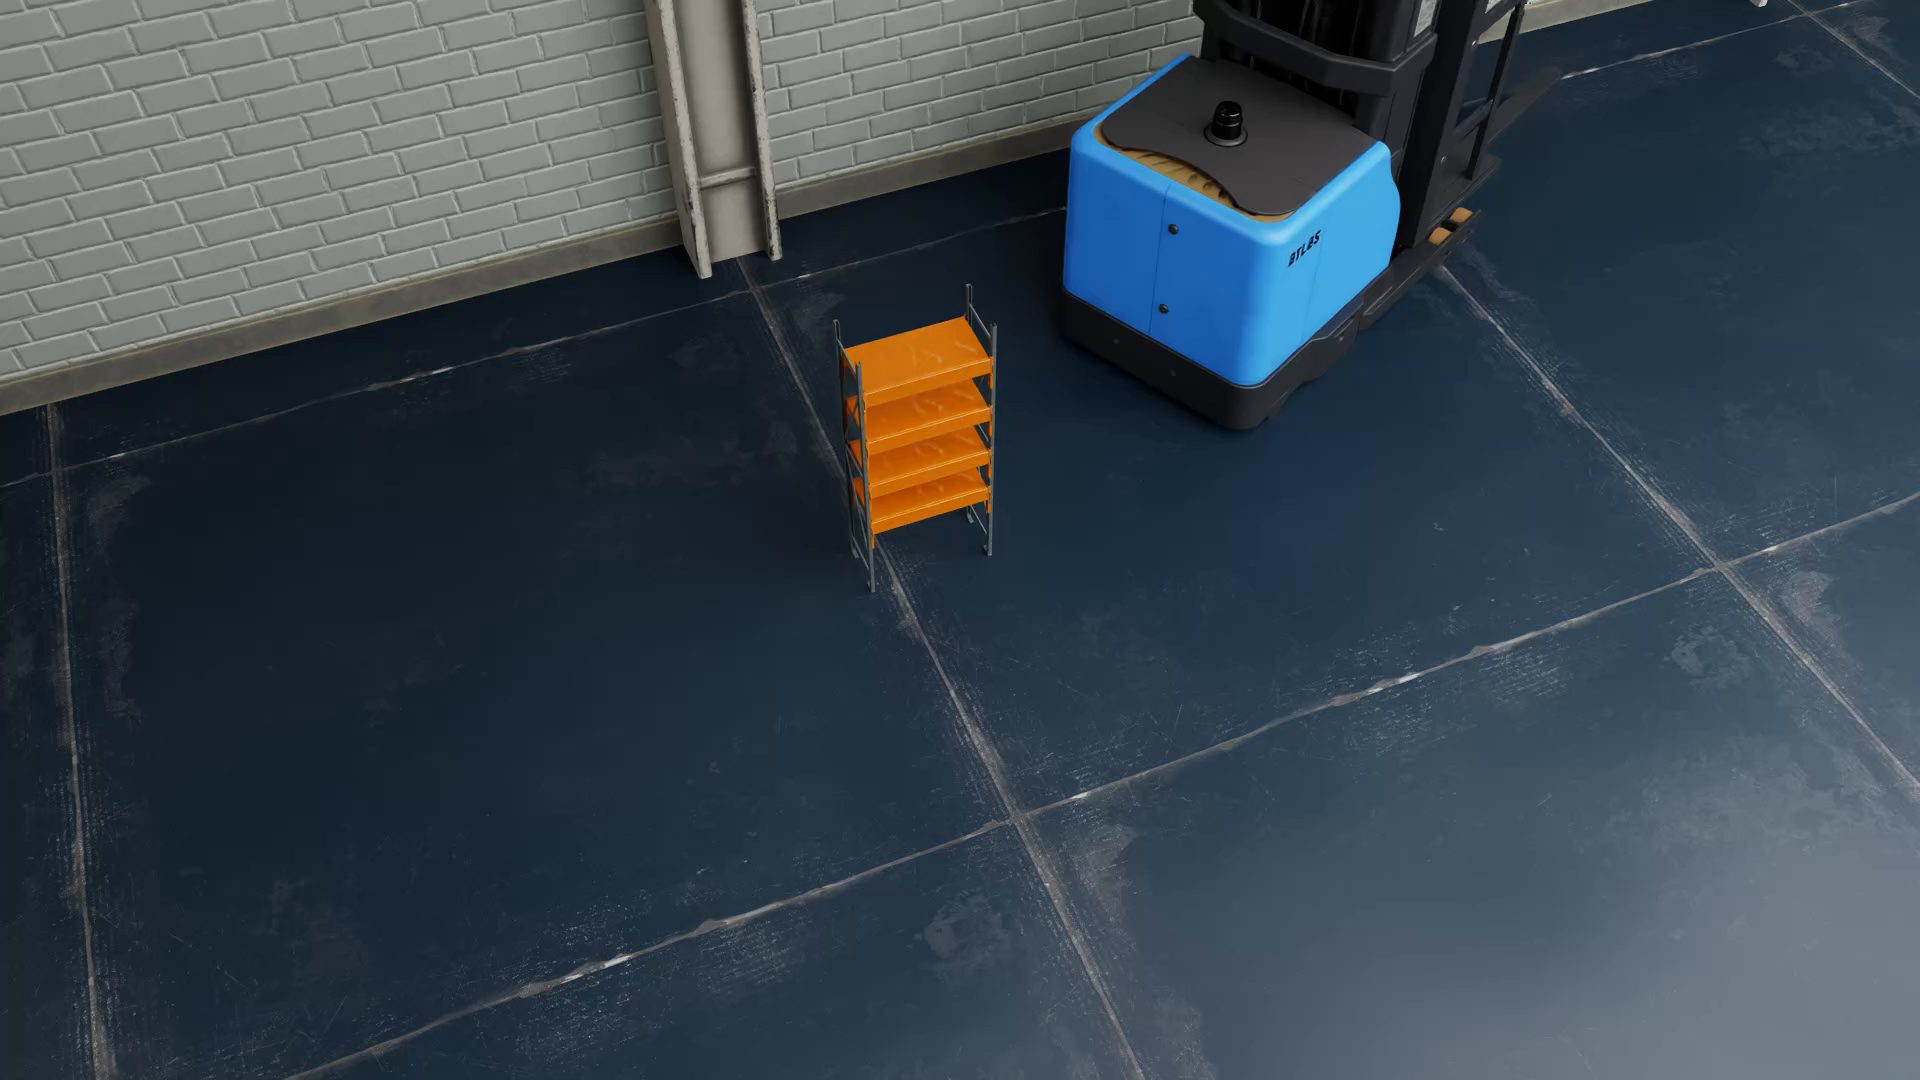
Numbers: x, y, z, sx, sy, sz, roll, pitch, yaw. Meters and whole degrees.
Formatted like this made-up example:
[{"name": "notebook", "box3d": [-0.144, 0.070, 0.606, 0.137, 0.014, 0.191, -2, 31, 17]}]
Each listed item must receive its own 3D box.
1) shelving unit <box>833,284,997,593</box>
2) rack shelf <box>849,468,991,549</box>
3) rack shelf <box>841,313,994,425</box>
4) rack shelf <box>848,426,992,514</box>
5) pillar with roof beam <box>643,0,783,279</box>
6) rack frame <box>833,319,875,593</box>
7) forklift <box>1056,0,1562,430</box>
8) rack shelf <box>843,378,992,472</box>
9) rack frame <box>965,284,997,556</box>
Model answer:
[{"name": "shelving unit", "box3d": [-0.153, -0.343, 6.095, 0.503, 1.200, 0.258, -17, 52, -14]}, {"name": "rack shelf", "box3d": [-0.153, -0.170, 6.296, 0.480, 0.148, 0.258, -17, 52, -14]}, {"name": "rack shelf", "box3d": [-0.153, -0.599, 5.797, 0.480, 0.148, 0.258, -17, 52, -14]}, {"name": "rack shelf", "box3d": [-0.153, -0.300, 6.146, 0.480, 0.148, 0.258, -17, 52, -14]}, {"name": "pillar with roof beam", "box3d": [0.564, -1.268, 1.748, 0.400, 9.000, 9.100, -17, 52, -14]}, {"name": "rack frame", "box3d": [-0.379, -0.273, 6.035, 0.015, 1.200, 0.240, -17, 52, -14]}, {"name": "forklift", "box3d": [1.768, -2.458, 6.770, 1.130, 2.935, 3.031, 33, 57, 25]}, {"name": "rack shelf", "box3d": [-0.153, -0.445, 5.976, 0.480, 0.148, 0.258, -17, 52, -14]}, {"name": "rack frame", "box3d": [0.073, -0.413, 6.155, 0.015, 1.200, 0.240, -17, 52, -14]}]
